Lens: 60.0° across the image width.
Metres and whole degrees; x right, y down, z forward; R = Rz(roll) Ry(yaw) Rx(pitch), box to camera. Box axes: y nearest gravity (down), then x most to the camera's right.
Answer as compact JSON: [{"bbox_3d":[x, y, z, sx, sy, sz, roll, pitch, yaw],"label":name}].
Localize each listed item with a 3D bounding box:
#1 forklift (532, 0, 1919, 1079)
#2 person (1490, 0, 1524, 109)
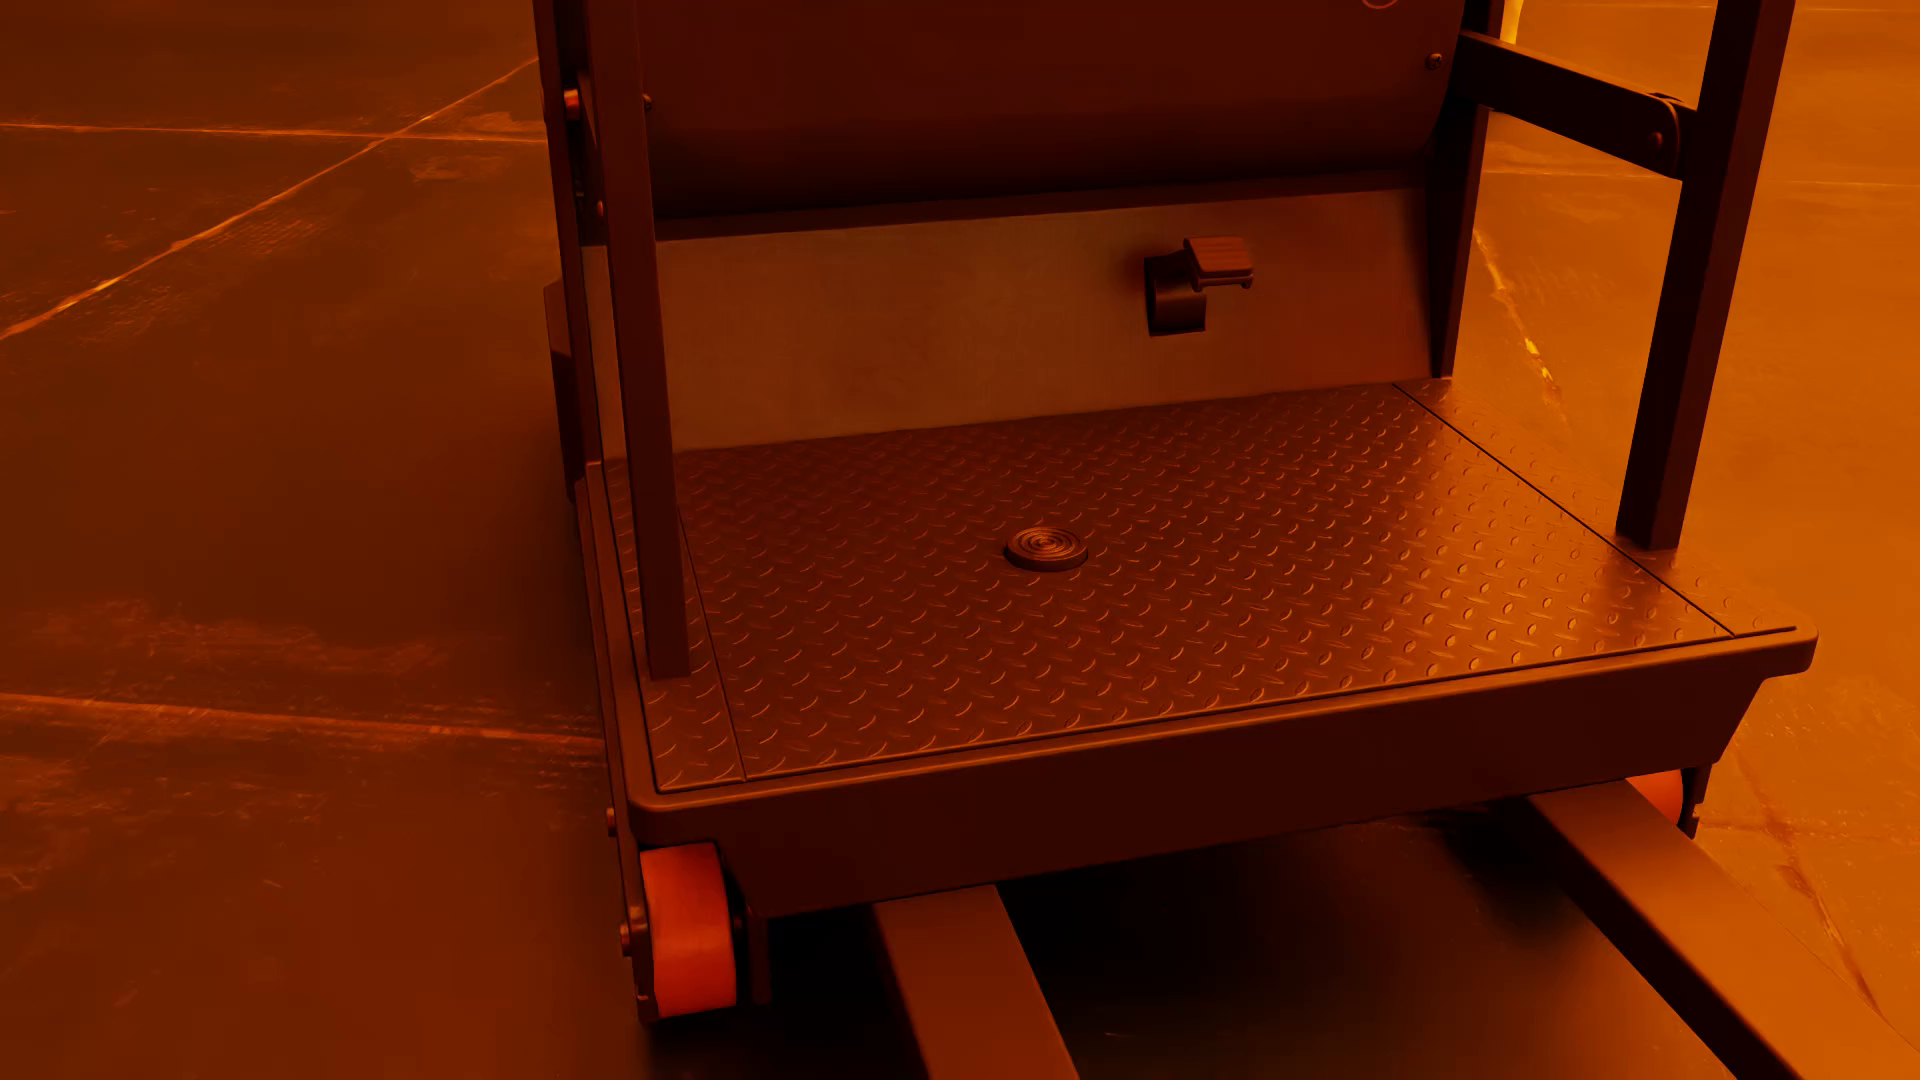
[{"bbox_3d":[0.153,-1.049,1.319,1.130,2.935,3.031,-7,27,-13],"label":"forklift"},{"bbox_3d":[1.723,-2.138,5.074,0.391,1.530,0.550,18,32,32],"label":"person"}]
